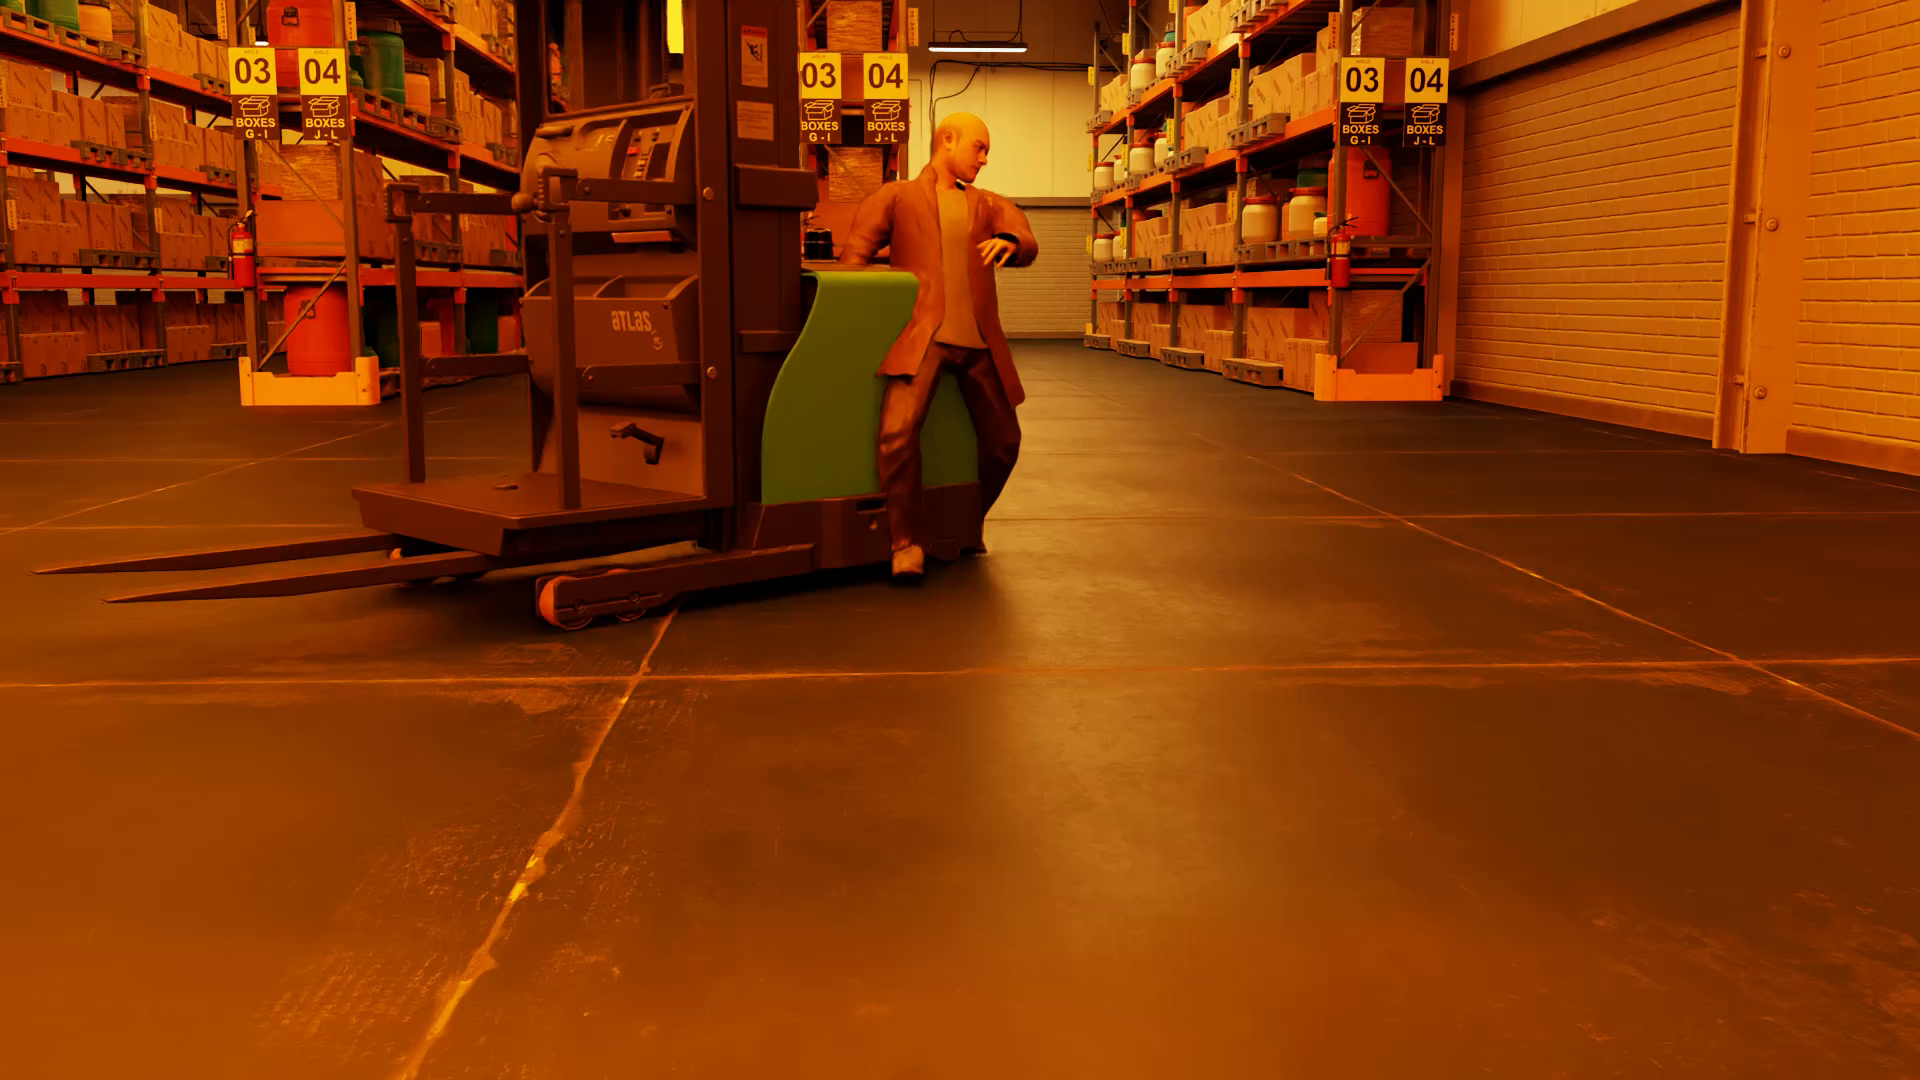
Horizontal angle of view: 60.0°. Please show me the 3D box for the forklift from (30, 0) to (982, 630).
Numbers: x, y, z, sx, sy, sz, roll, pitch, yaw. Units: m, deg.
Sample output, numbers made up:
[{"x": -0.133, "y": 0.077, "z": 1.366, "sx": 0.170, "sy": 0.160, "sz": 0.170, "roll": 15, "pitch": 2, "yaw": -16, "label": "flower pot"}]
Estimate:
[{"x": -1.323, "y": -1.264, "z": 5.345, "sx": 3.031, "sy": 2.935, "sz": 1.130, "roll": -8, "pitch": 12, "yaw": -44, "label": "forklift"}]

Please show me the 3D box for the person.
[{"x": -0.123, "y": -0.700, "z": 5.935, "sx": 0.827, "sy": 1.653, "sz": 0.943, "roll": -4, "pitch": 9, "yaw": -26, "label": "person"}]
